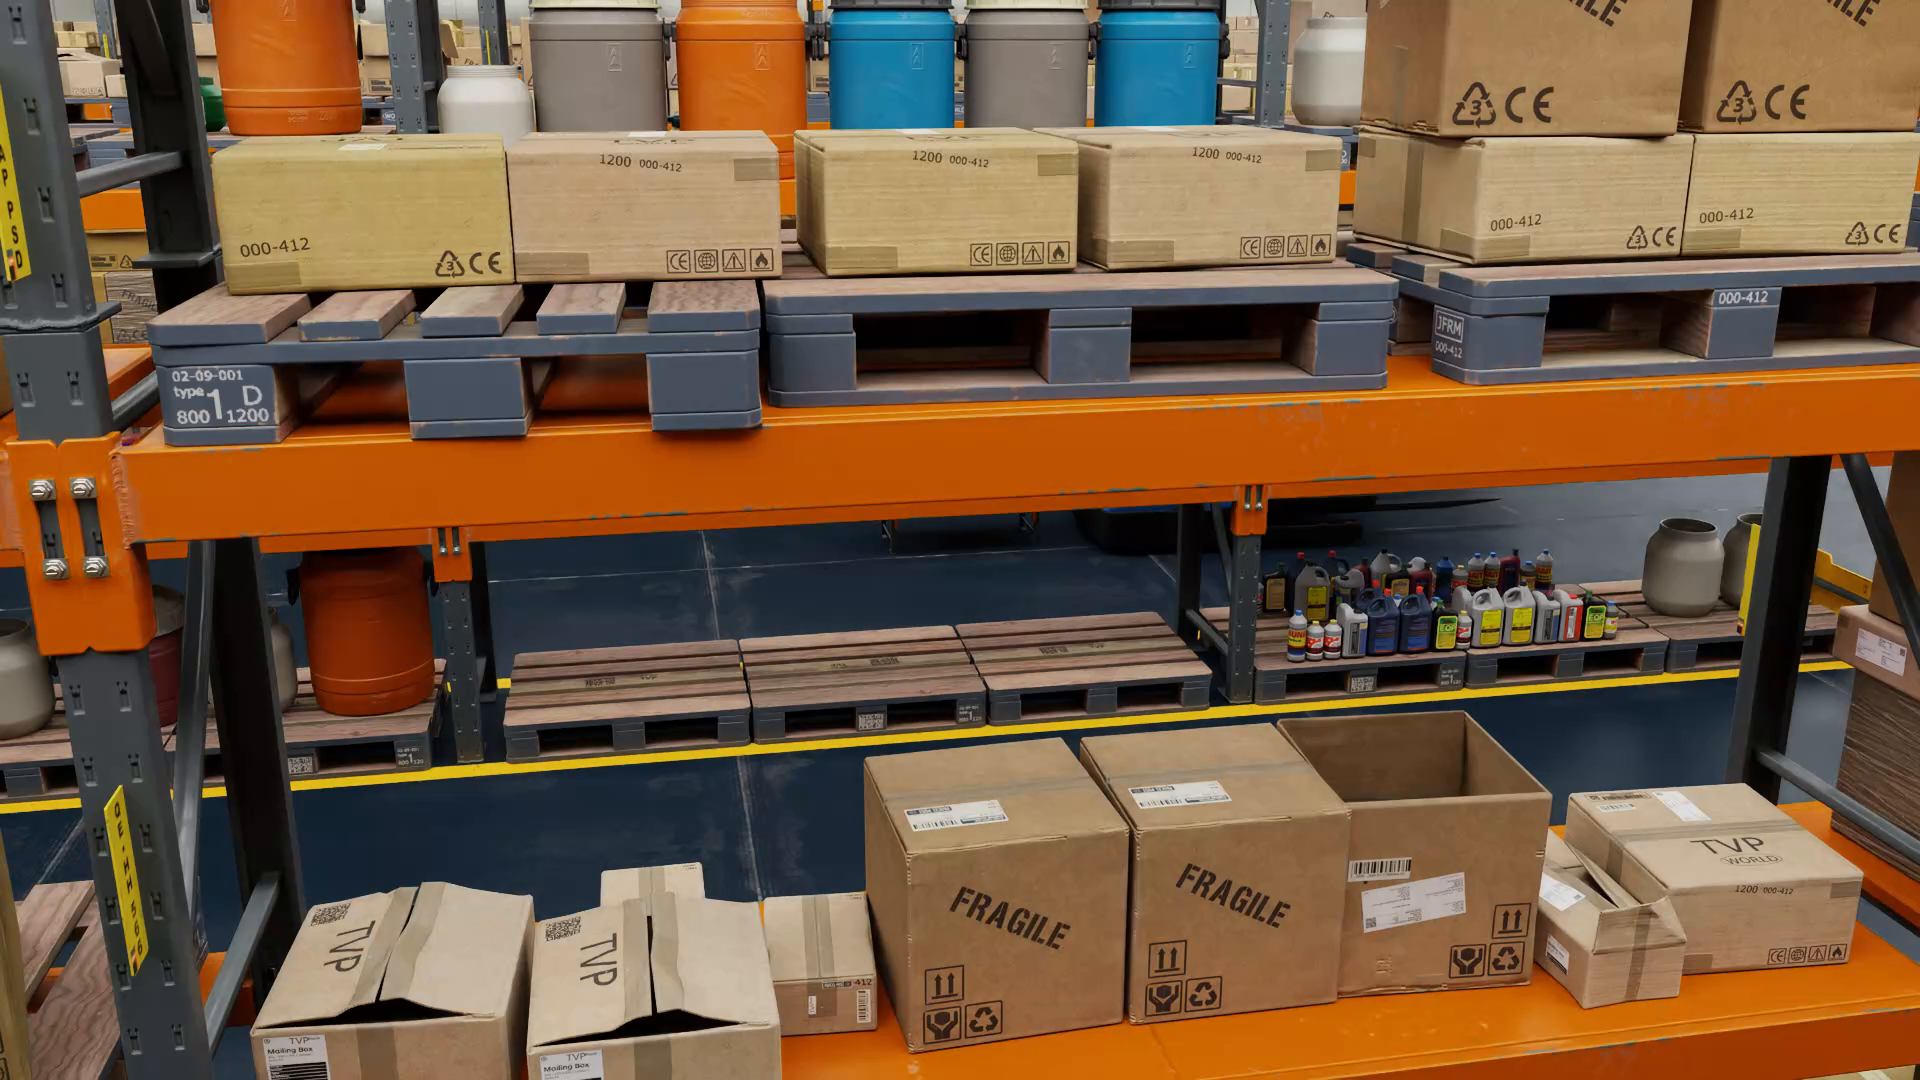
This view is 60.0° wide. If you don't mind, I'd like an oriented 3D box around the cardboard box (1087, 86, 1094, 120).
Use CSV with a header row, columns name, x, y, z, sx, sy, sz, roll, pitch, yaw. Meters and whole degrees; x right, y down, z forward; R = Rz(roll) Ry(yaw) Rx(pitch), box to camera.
name,x,y,z,sx,sy,sz,roll,pitch,yaw
cardboard box,0.968,-3.435,13.032,0.500,0.250,0.500,-4,18,-13

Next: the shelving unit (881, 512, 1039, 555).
name,x,y,z,sx,sy,sz,roll,pitch,yaw
shelving unit,-0.007,-0.537,11.645,1.048,1.125,0.538,-3,17,-10

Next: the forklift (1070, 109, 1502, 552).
name,x,y,z,sx,sy,sz,roll,pitch,yaw
forklift,2.378,-1.509,11.732,3.031,2.935,1.130,-3,17,-10

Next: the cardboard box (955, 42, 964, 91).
name,x,y,z,sx,sy,sz,roll,pitch,yaw
cardboard box,-0.002,-3.808,13.099,0.637,0.503,0.797,-4,18,-13

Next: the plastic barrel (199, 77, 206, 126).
name,x,y,z,sx,sy,sz,roll,pitch,yaw
plastic barrel,-3.535,-1.937,7.421,0.301,0.262,0.301,0,17,0

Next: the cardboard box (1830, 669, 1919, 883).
name,x,y,z,sx,sy,sz,roll,pitch,yaw
cardboard box,2.788,0.660,4.382,0.500,0.500,0.700,-4,17,-12

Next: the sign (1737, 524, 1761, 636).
name,x,y,z,sx,sy,sz,roll,pitch,yaw
sign,2.247,0.123,4.692,0.005,0.325,0.100,-3,17,-10

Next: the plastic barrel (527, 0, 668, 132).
name,x,y,z,sx,sy,sz,roll,pitch,yaw
plastic barrel,-1.662,-2.127,7.666,0.600,0.901,0.600,0,17,0

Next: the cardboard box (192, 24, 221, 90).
name,x,y,z,sx,sy,sz,roll,pitch,yaw
cardboard box,-5.451,-3.462,11.976,0.637,0.503,0.797,-3,17,-11

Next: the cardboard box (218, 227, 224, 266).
name,x,y,z,sx,sy,sz,roll,pitch,yaw
cardboard box,-5.468,-2.315,12.361,0.637,0.503,0.797,-3,17,-9

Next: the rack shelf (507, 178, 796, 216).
name,x,y,z,sx,sy,sz,roll,pitch,yaw
rack shelf,-0.546,-1.672,8.263,4.000,0.370,1.077,-3,17,-10

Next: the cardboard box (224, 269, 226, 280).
name,x,y,z,sx,sy,sz,roll,pitch,yaw
cardboard box,-5.386,-1.763,12.273,0.500,0.500,0.500,-3,17,-9

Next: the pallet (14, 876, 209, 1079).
name,x,y,z,sx,sy,sz,roll,pitch,yaw
pallet,-2.226,1.107,3.425,1.003,0.211,1.213,-3,17,-10

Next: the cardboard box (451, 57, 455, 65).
name,x,y,z,sx,sy,sz,roll,pitch,yaw
cardboard box,-5.292,-4.679,16.657,0.500,0.500,0.500,-3,17,-10

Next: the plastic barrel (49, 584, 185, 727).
name,x,y,z,sx,sy,sz,roll,pitch,yaw
plastic barrel,-4.096,0.577,8.218,0.708,0.588,0.600,-3,17,-10

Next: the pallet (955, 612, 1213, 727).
name,x,y,z,sx,sy,sz,roll,pitch,yaw
pallet,0.654,0.695,9.191,1.213,0.211,1.003,-3,17,-10

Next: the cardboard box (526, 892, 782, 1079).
name,x,y,z,sx,sy,sz,roll,pitch,yaw
cardboard box,-0.659,1.006,3.579,0.500,0.311,0.500,-3,17,-11

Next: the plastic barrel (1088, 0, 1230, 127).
name,x,y,z,sx,sy,sz,roll,pitch,yaw
plastic barrel,0.960,-2.276,8.150,0.708,0.901,0.600,-3,17,-10

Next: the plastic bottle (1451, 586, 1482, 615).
name,x,y,z,sx,sy,sz,roll,pitch,yaw
plastic bottle,2.839,0.398,9.298,0.135,0.276,0.152,-3,17,-10

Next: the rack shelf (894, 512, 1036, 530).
name,x,y,z,sx,sy,sz,roll,pitch,yaw
rack shelf,-0.007,-0.304,11.717,1.000,0.278,0.538,-3,17,-10

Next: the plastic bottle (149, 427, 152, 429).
name,x,y,z,sx,sy,sz,roll,pitch,yaw
plastic bottle,-4.022,-0.428,8.316,0.097,0.271,0.097,0,17,0

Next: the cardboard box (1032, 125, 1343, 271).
name,x,y,z,sx,sy,sz,roll,pitch,yaw
cardboard box,0.465,-0.739,3.541,0.500,0.250,0.500,-5,18,-15

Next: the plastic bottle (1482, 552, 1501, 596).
name,x,y,z,sx,sy,sz,roll,pitch,yaw
plastic bottle,3.169,0.208,9.923,0.097,0.271,0.097,0,17,0

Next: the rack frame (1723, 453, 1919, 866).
name,x,y,z,sx,sy,sz,roll,pitch,yaw
rack frame,2.354,0.735,4.311,0.127,3.000,1.000,-3,17,-10

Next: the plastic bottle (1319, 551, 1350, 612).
name,x,y,z,sx,sy,sz,roll,pitch,yaw
plastic bottle,2.184,0.233,9.707,0.185,0.351,0.144,-4,18,-13

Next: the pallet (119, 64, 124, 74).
name,x,y,z,sx,sy,sz,roll,pitch,yaw
pallet,-10.062,-5.881,20.893,1.213,0.211,1.003,-3,17,-10

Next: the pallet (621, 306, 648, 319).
name,x,y,z,sx,sy,sz,roll,pitch,yaw
pallet,-2.770,-1.877,13.141,1.003,0.211,1.213,-3,17,-10

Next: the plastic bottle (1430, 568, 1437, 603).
name,x,y,z,sx,sy,sz,roll,pitch,yaw
plastic bottle,2.772,0.264,9.860,0.097,0.201,0.097,0,17,0

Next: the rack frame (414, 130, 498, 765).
name,x,y,z,sx,sy,sz,roll,pitch,yaw
rack frame,-2.510,-0.471,8.235,0.127,3.000,1.000,-3,17,-10

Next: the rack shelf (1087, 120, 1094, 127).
name,x,y,z,sx,sy,sz,roll,pitch,yaw
rack shelf,2.442,-3.323,13.637,4.000,0.370,1.077,-3,17,-10

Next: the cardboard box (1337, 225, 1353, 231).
name,x,y,z,sx,sy,sz,roll,pitch,yaw
cardboard box,2.893,-2.433,13.949,0.500,0.500,0.875,-3,17,-10

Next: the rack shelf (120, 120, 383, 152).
name,x,y,z,sx,sy,sz,roll,pitch,yaw
rack shelf,-5.413,-2.877,12.186,4.000,0.370,1.077,-3,17,-10

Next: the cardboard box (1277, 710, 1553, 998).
name,x,y,z,sx,sy,sz,roll,pitch,yaw
cardboard box,1.079,0.754,4.076,0.500,0.500,0.500,-2,17,-6

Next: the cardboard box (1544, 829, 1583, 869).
name,x,y,z,sx,sy,sz,roll,pitch,yaw
cardboard box,1.445,0.845,4.379,0.250,0.149,0.380,-3,17,-10

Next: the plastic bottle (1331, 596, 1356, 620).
name,x,y,z,sx,sy,sz,roll,pitch,yaw
plastic bottle,2.105,0.447,9.125,0.133,0.283,0.061,-3,17,-10

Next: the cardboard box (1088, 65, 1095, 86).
name,x,y,z,sx,sy,sz,roll,pitch,yaw
cardboard box,1.104,-3.638,13.014,0.250,0.149,0.380,-4,18,-13

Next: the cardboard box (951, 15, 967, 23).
name,x,y,z,sx,sy,sz,roll,pitch,yaw
cardboard box,0.058,-5.422,17.432,0.250,0.149,0.380,-3,17,-10

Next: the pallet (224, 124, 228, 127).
name,x,y,z,sx,sy,sz,roll,pitch,yaw
pallet,-5.169,-3.128,12.099,1.213,0.211,1.003,-2,17,-8

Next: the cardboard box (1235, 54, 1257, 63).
name,x,y,z,sx,sy,sz,roll,pitch,yaw
cardboard box,3.054,-5.212,18.105,0.250,0.149,0.380,-3,17,-10

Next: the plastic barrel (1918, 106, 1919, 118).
name,x,y,z,sx,sy,sz,roll,pitch,yaw
plastic barrel,4.892,-2.692,8.913,0.708,0.830,0.600,-3,17,-10

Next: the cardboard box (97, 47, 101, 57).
name,x,y,z,sx,sy,sz,roll,pitch,yaw
cardboard box,-8.736,-4.755,16.478,0.500,0.250,0.500,-3,17,-9

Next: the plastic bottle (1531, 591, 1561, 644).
name,x,y,z,sx,sy,sz,roll,pitch,yaw
plastic bottle,3.236,0.418,9.231,0.135,0.276,0.152,-4,17,-12

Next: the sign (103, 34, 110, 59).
name,x,y,z,sx,sy,sz,roll,pitch,yaw
sign,-8.108,-4.636,15.808,0.005,0.325,0.100,-3,17,-10

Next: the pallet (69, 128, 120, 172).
name,x,y,z,sx,sy,sz,roll,pitch,yaw
pallet,-4.573,-1.727,7.539,1.213,0.211,1.003,-3,17,-10

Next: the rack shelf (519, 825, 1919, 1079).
name,x,y,z,sx,sy,sz,roll,pitch,yaw
rack shelf,0.390,1.190,4.053,4.000,0.370,1.077,-3,17,-10

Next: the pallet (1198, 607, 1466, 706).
name,x,y,z,sx,sy,sz,roll,pitch,yaw
pallet,2.085,0.614,9.452,1.213,0.211,1.003,-3,17,-10

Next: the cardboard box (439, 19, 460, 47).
name,x,y,z,sx,sy,sz,roll,pitch,yaw
cardboard box,-5.140,-5.051,16.565,0.258,0.266,0.396,-3,17,-10

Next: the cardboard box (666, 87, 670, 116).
name,x,y,z,sx,sy,sz,roll,pitch,yaw
cardboard box,-2.051,-3.416,12.973,0.500,0.250,0.500,-3,17,-9

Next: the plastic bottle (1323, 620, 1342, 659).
name,x,y,z,sx,sy,sz,roll,pitch,yaw
plastic bottle,2.013,0.531,8.990,0.097,0.201,0.097,0,17,0

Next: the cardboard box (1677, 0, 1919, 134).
name,x,y,z,sx,sy,sz,roll,pitch,yaw
cardboard box,1.741,-1.164,3.646,0.500,0.500,0.500,-3,17,-10

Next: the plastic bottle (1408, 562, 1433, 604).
name,x,y,z,sx,sy,sz,roll,pitch,yaw
plastic bottle,2.682,0.270,9.701,0.133,0.283,0.061,-3,17,-10

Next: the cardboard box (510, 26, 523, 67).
name,x,y,z,sx,sy,sz,roll,pitch,yaw
cardboard box,-5.671,-6.375,21.458,0.637,0.503,0.797,-4,18,-14

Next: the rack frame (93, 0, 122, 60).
name,x,y,z,sx,sy,sz,roll,pitch,yaw
rack frame,-8.218,-5.979,15.951,0.127,3.000,1.000,-3,17,-10

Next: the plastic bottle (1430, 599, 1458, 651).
name,x,y,z,sx,sy,sz,roll,pitch,yaw
plastic bottle,2.644,0.462,9.076,0.133,0.283,0.061,-2,17,-8

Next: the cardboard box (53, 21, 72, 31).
name,x,y,z,sx,sy,sz,roll,pitch,yaw
cardboard box,-11.176,-6.109,20.427,0.500,0.500,0.500,-3,17,-9

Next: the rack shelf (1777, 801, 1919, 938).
name,x,y,z,sx,sy,sz,roll,pitch,yaw
rack shelf,4.317,0.967,4.779,4.000,0.370,1.077,-3,17,-10
